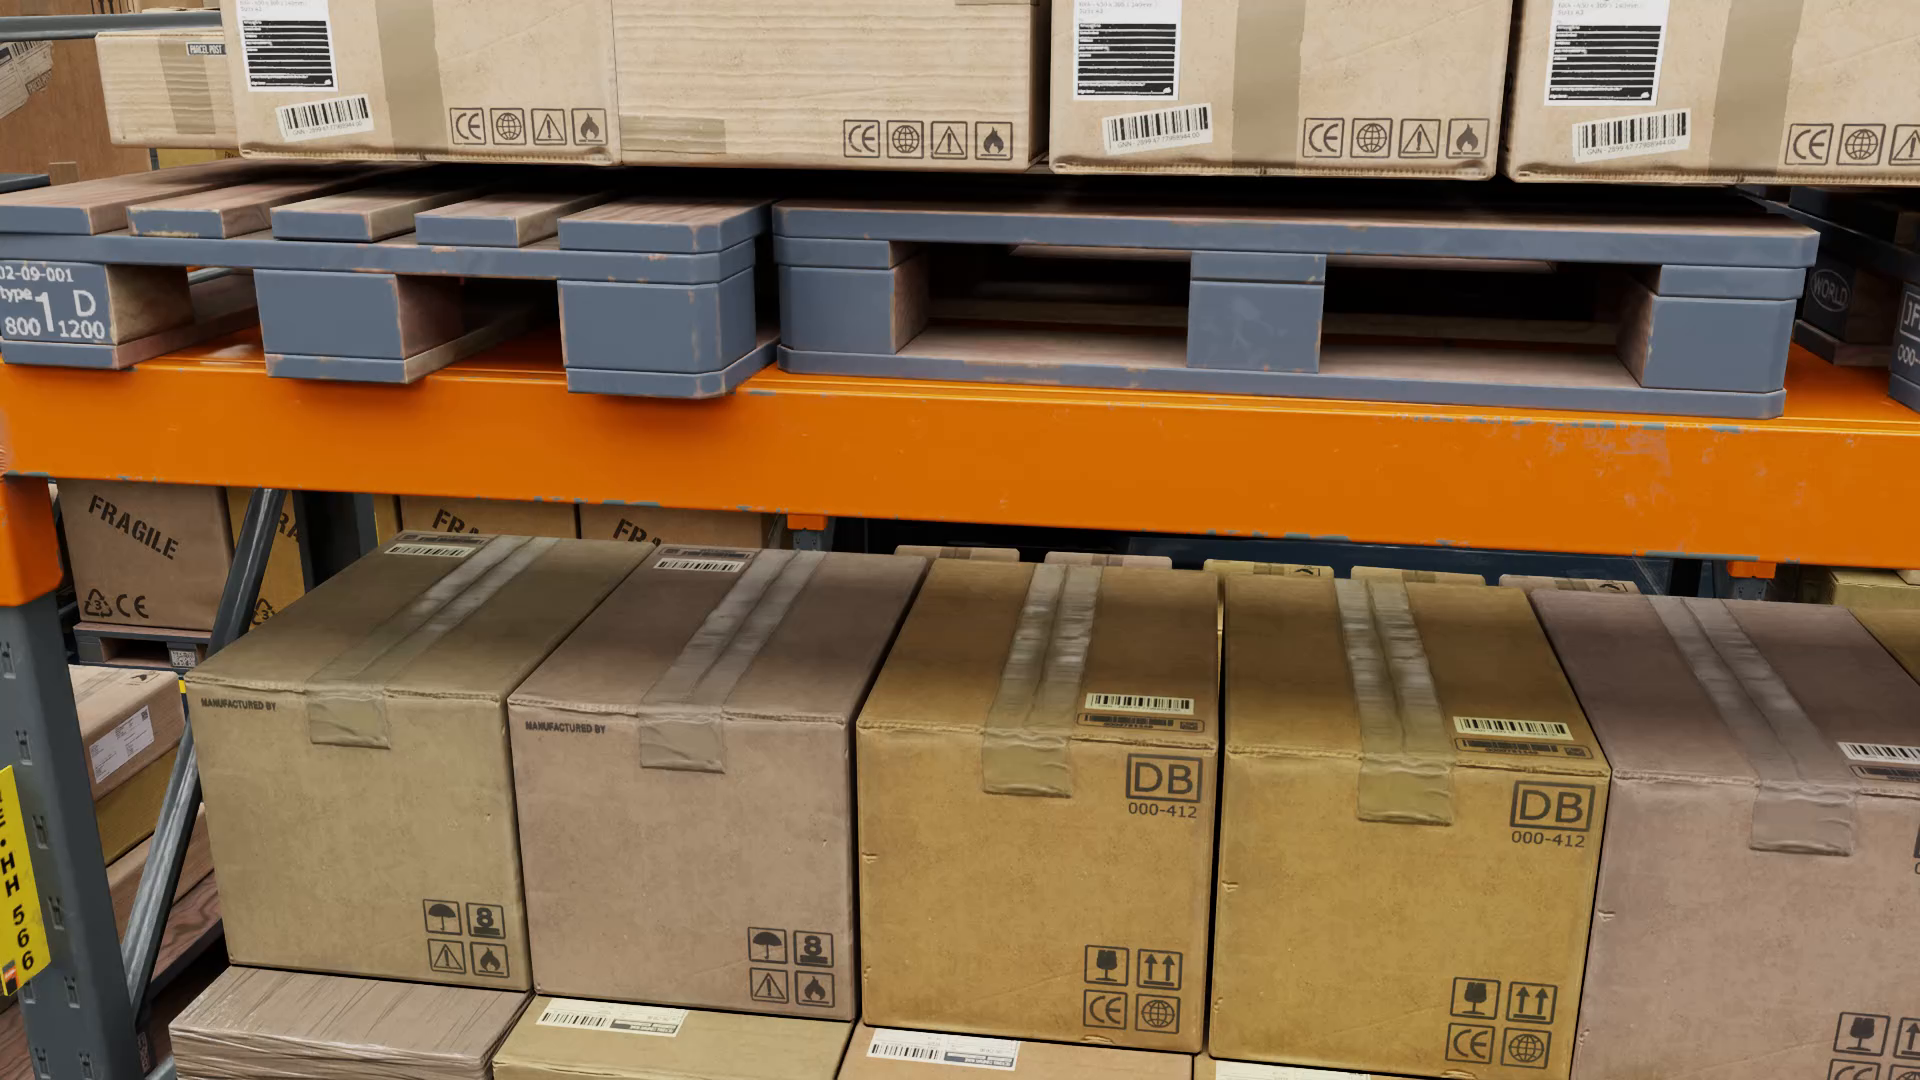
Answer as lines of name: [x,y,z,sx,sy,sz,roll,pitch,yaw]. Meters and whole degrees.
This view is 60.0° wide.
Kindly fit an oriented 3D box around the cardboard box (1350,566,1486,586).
cardboard box: [2.110,0.465,7.665,0.625,0.372,0.950,4,19,12]

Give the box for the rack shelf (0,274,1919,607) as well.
rack shelf: [0.678,-0.147,2.422,4.000,0.370,1.077,3,19,9]

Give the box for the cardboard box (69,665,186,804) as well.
cardboard box: [-1.726,0.387,3.215,0.250,0.149,0.380,3,19,9]

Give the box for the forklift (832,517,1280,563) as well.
forklift: [0.618,-1.366,9.768,3.031,2.935,1.130,2,19,6]

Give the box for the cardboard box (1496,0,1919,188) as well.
cardboard box: [0.887,-0.611,1.996,0.500,0.311,0.500,2,19,7]

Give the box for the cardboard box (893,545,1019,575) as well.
cardboard box: [-0.055,0.356,7.991,0.625,0.372,0.950,2,19,5]

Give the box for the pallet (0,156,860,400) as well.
pallet: [-0.652,-0.484,2.592,1.003,0.211,1.213,4,19,11]

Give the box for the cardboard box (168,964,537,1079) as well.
cardboard box: [-0.896,0.893,2.749,0.500,0.500,0.500,3,19,9]

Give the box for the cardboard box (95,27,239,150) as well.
cardboard box: [-0.992,-0.650,2.366,0.250,0.149,0.380,2,19,6]

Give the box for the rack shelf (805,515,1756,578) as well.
rack shelf: [1.364,-0.281,7.548,4.000,0.370,1.077,3,19,9]

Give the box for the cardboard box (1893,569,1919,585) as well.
cardboard box: [3.992,0.060,6.864,0.250,0.149,0.380,3,19,9]

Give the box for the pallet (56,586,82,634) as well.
pallet: [-5.299,0.336,8.967,1.213,0.211,1.003,3,19,9]

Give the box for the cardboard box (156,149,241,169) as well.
cardboard box: [-5.840,-2.923,12.898,0.500,0.500,0.500,3,19,10]

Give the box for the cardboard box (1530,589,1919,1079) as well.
cardboard box: [1.155,0.439,2.530,0.500,0.500,0.700,3,19,9]

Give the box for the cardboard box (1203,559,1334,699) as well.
cardboard box: [1.423,0.431,7.768,0.625,0.372,0.950,4,19,10]

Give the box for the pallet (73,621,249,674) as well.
pallet: [-3.787,0.414,8.733,1.213,0.211,1.003,3,19,9]

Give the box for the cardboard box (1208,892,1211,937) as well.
cardboard box: [0.683,0.800,3.028,0.500,0.500,0.500,3,19,10]

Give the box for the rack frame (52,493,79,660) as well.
rack frame: [-4.560,-0.924,8.336,0.127,3.000,1.000,3,19,9]

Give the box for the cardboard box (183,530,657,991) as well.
cardboard box: [-0.855,0.338,2.833,0.500,0.500,0.700,3,19,8]

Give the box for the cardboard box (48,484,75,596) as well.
cardboard box: [-5.163,0.027,8.871,0.875,0.438,0.875,3,19,8]

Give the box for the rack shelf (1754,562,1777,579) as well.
rack shelf: [5.313,-0.079,6.946,4.000,0.370,1.077,3,19,9]

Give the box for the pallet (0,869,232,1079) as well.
pallet: [-2.017,0.922,3.123,1.003,0.211,1.213,3,19,9]

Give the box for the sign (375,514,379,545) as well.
sign: [-1.212,0.110,3.421,0.005,0.325,0.100,3,19,9]

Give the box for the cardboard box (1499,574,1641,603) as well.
cardboard box: [2.820,0.500,7.560,0.625,0.372,0.950,3,19,9]

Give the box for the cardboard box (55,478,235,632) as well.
cardboard box: [-3.936,-0.109,8.589,0.875,0.875,0.875,4,19,10]

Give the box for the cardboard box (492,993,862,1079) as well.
cardboard box: [-0.394,0.918,2.675,0.500,0.500,0.500,3,19,8]

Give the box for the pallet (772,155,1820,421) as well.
pallet: [0.452,-0.428,2.426,1.213,0.211,1.003,4,19,11]

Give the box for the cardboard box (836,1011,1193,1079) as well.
cardboard box: [0.104,0.943,2.598,0.500,0.500,0.500,3,19,9]

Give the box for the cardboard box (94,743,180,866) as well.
cardboard box: [-1.742,0.525,3.271,0.250,0.149,0.380,4,19,11]

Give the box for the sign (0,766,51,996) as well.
sign: [-1.373,0.492,2.404,0.005,0.325,0.100,3,19,9]

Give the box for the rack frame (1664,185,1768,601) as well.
rack frame: [3.338,-0.521,7.133,0.127,3.000,1.000,3,19,9]

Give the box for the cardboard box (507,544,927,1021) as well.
cardboard box: [-0.355,0.363,2.759,0.500,0.500,0.700,3,19,8]

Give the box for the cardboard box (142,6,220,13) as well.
cardboard box: [-3.367,-2.261,7.313,0.250,0.166,0.380,2,19,5]

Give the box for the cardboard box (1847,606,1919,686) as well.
cardboard box: [1.654,0.465,2.453,0.500,0.500,0.700,3,19,8]

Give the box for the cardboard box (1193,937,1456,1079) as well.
cardboard box: [0.596,0.969,2.521,0.500,0.500,0.500,3,19,8]

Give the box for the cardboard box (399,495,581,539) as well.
cardboard box: [-2.160,-0.021,8.325,0.875,0.875,0.875,3,19,9]

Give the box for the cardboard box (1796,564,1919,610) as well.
cardboard box: [3.878,0.342,7.042,0.500,0.500,0.500,4,19,11]

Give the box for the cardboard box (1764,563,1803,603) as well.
cardboard box: [3.965,0.174,7.546,0.500,0.500,0.500,3,19,8]

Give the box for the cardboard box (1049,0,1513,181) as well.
cardboard box: [0.385,-0.637,2.073,0.500,0.311,0.500,3,19,8]

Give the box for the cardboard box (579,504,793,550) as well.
cardboard box: [-1.280,0.025,8.187,0.875,0.875,0.875,3,19,8]

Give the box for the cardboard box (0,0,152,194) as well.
cardboard box: [-1.818,-0.749,2.928,0.500,0.500,0.500,3,19,9]

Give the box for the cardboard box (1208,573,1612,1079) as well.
cardboard box: [0.656,0.413,2.607,0.500,0.500,0.700,3,19,8]

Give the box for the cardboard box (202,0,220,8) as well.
cardboard box: [-3.657,-2.525,7.872,0.500,0.311,0.500,3,19,9]

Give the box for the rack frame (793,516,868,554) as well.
rack frame: [-0.611,-0.722,7.735,0.127,3.000,1.000,3,19,9]

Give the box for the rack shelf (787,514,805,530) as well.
rack shelf: [-2.586,-0.482,8.150,4.000,0.370,1.077,3,19,9]

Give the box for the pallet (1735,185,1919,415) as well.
pallet: [1.740,-0.328,2.129,1.217,0.209,0.805,2,19,6]

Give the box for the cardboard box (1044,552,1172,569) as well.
cardboard box: [0.675,0.391,7.887,0.625,0.372,0.950,3,19,8]

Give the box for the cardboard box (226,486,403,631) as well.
cardboard box: [-3.042,-0.066,8.460,0.875,0.875,0.875,3,19,10]

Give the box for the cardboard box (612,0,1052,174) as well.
cardboard box: [-0.122,-0.634,2.160,0.500,0.250,0.500,3,19,10]

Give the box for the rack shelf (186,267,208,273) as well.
rack shelf: [-3.271,-0.349,3.024,4.000,0.370,1.077,3,19,9]

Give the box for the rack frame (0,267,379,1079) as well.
rack frame: [-1.296,0.833,3.085,0.127,3.000,1.000,3,19,9]

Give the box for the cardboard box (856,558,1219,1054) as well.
cardboard box: [0.152,0.388,2.683,0.500,0.500,0.700,3,19,8]

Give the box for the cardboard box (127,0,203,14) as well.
cardboard box: [-3.736,-2.458,7.374,0.500,0.500,0.500,3,19,8]

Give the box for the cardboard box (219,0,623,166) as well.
cardboard box: [-0.617,-0.688,2.226,0.500,0.311,0.500,3,19,9]

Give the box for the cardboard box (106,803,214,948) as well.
cardboard box: [-1.706,0.668,3.314,0.250,0.149,0.380,3,19,8]

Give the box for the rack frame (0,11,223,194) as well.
rack frame: [-1.296,-2.011,2.133,0.127,3.000,1.000,3,19,9]
